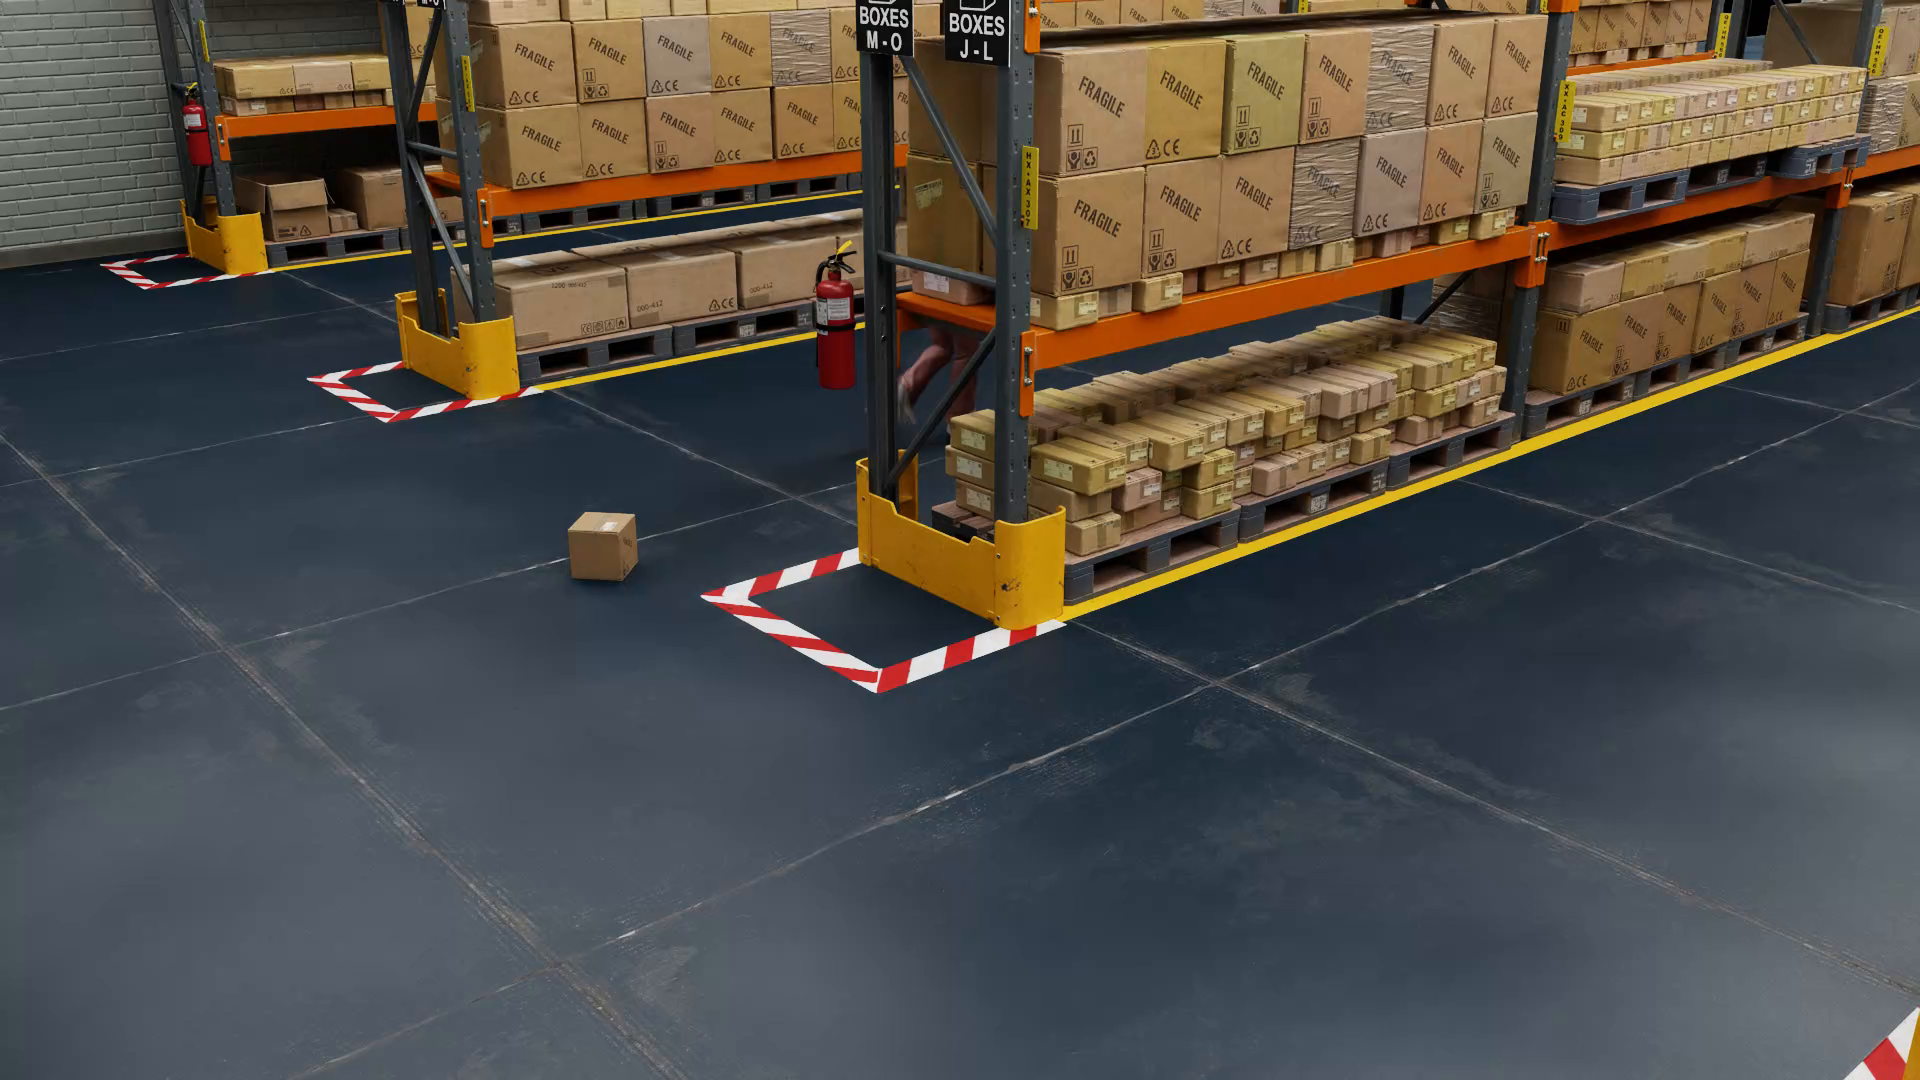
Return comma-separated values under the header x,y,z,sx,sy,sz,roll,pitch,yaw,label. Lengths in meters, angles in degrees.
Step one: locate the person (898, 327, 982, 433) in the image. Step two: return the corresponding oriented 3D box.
x,y,z,sx,sy,sz,roll,pitch,yaw,label
-0.104,-1.405,9.688,0.459,1.650,0.674,20,29,41,person
